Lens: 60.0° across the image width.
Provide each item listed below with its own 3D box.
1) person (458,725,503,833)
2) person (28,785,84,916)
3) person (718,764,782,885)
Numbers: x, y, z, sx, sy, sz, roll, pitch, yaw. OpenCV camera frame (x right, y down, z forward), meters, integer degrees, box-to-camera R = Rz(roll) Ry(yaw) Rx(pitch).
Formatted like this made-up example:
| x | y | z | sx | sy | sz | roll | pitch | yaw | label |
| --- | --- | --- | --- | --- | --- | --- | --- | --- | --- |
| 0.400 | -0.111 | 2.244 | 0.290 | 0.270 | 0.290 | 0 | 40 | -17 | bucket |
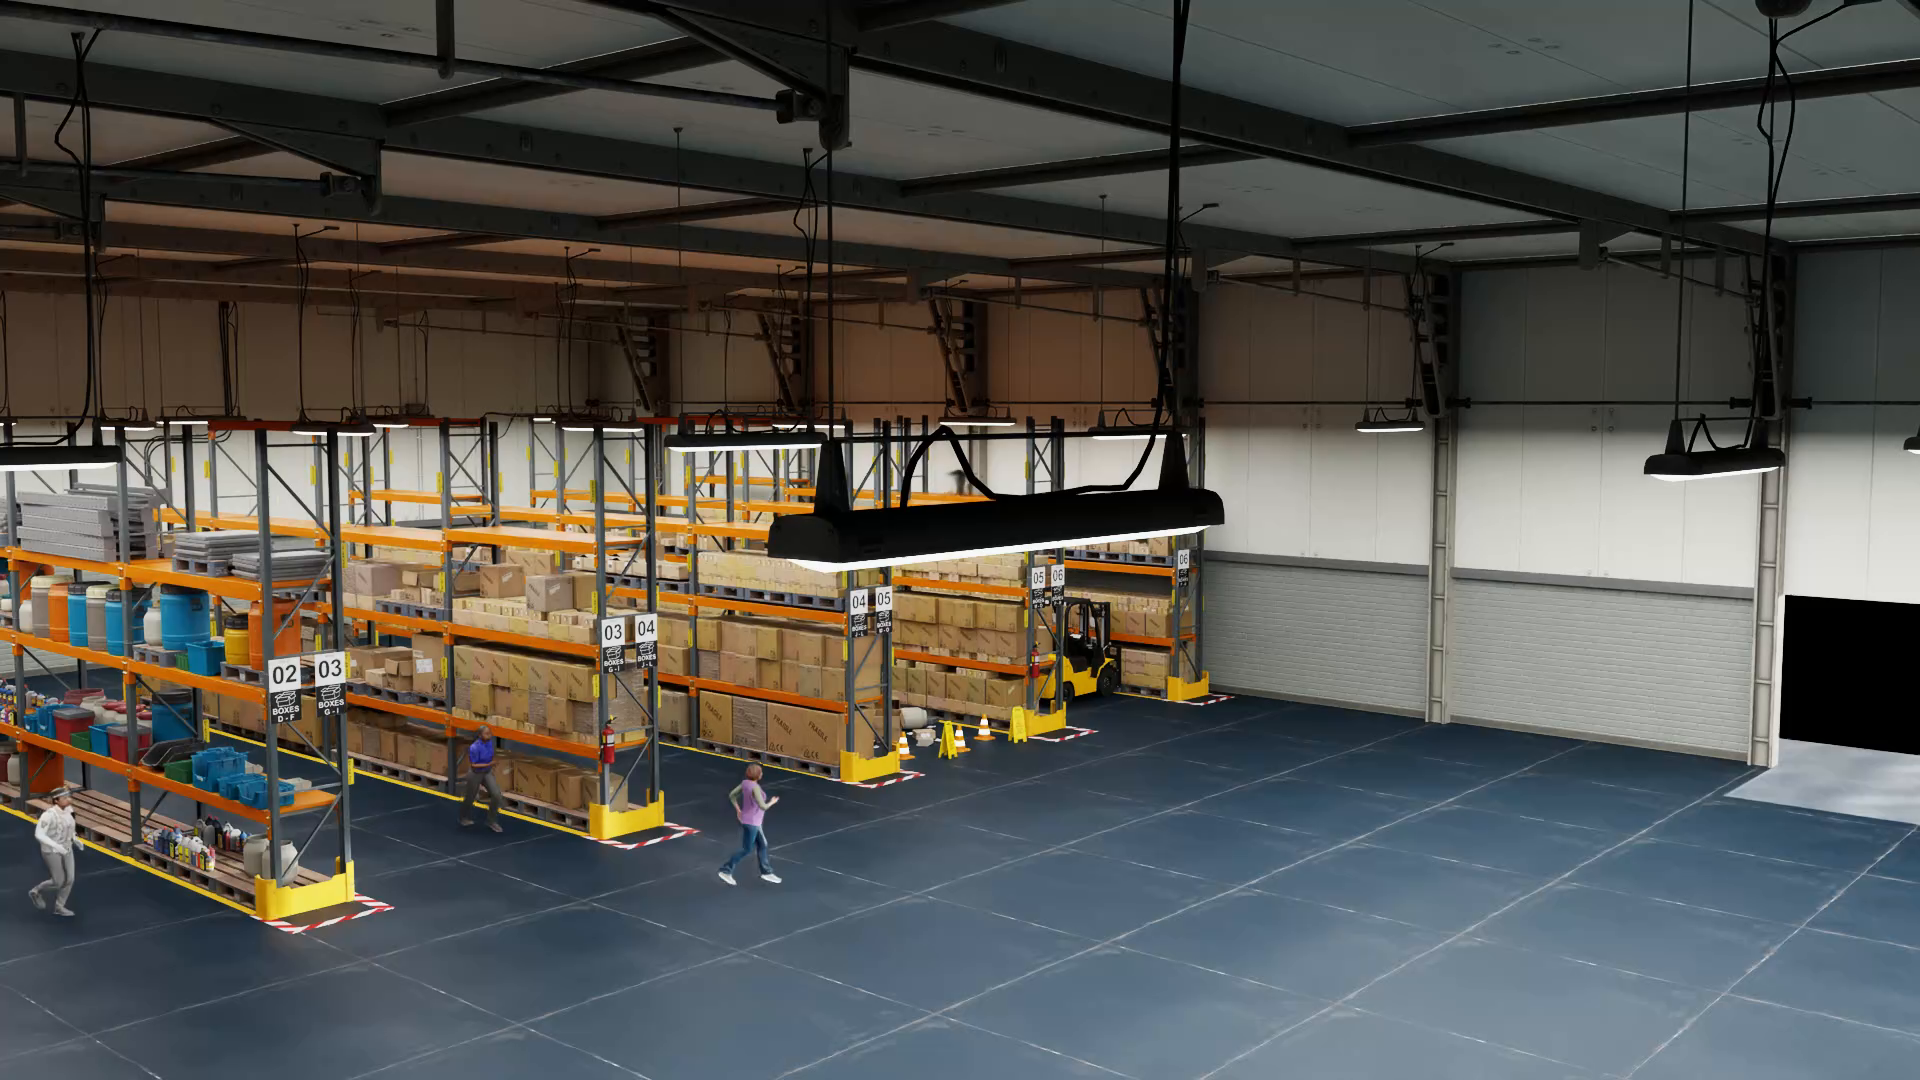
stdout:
| x | y | z | sx | sy | sz | roll | pitch | yaw | label |
| --- | --- | --- | --- | --- | --- | --- | --- | --- | --- |
| -7.052 | 3.542 | 24.422 | 0.949 | 1.498 | 0.500 | 4 | 6 | 39 | person |
| -11.183 | 3.823 | 20.510 | 0.640 | 1.639 | 0.613 | 1 | 5 | 17 | person |
| -2.739 | 3.711 | 21.632 | 0.861 | 1.606 | 0.511 | -2 | 5 | -21 | person |
